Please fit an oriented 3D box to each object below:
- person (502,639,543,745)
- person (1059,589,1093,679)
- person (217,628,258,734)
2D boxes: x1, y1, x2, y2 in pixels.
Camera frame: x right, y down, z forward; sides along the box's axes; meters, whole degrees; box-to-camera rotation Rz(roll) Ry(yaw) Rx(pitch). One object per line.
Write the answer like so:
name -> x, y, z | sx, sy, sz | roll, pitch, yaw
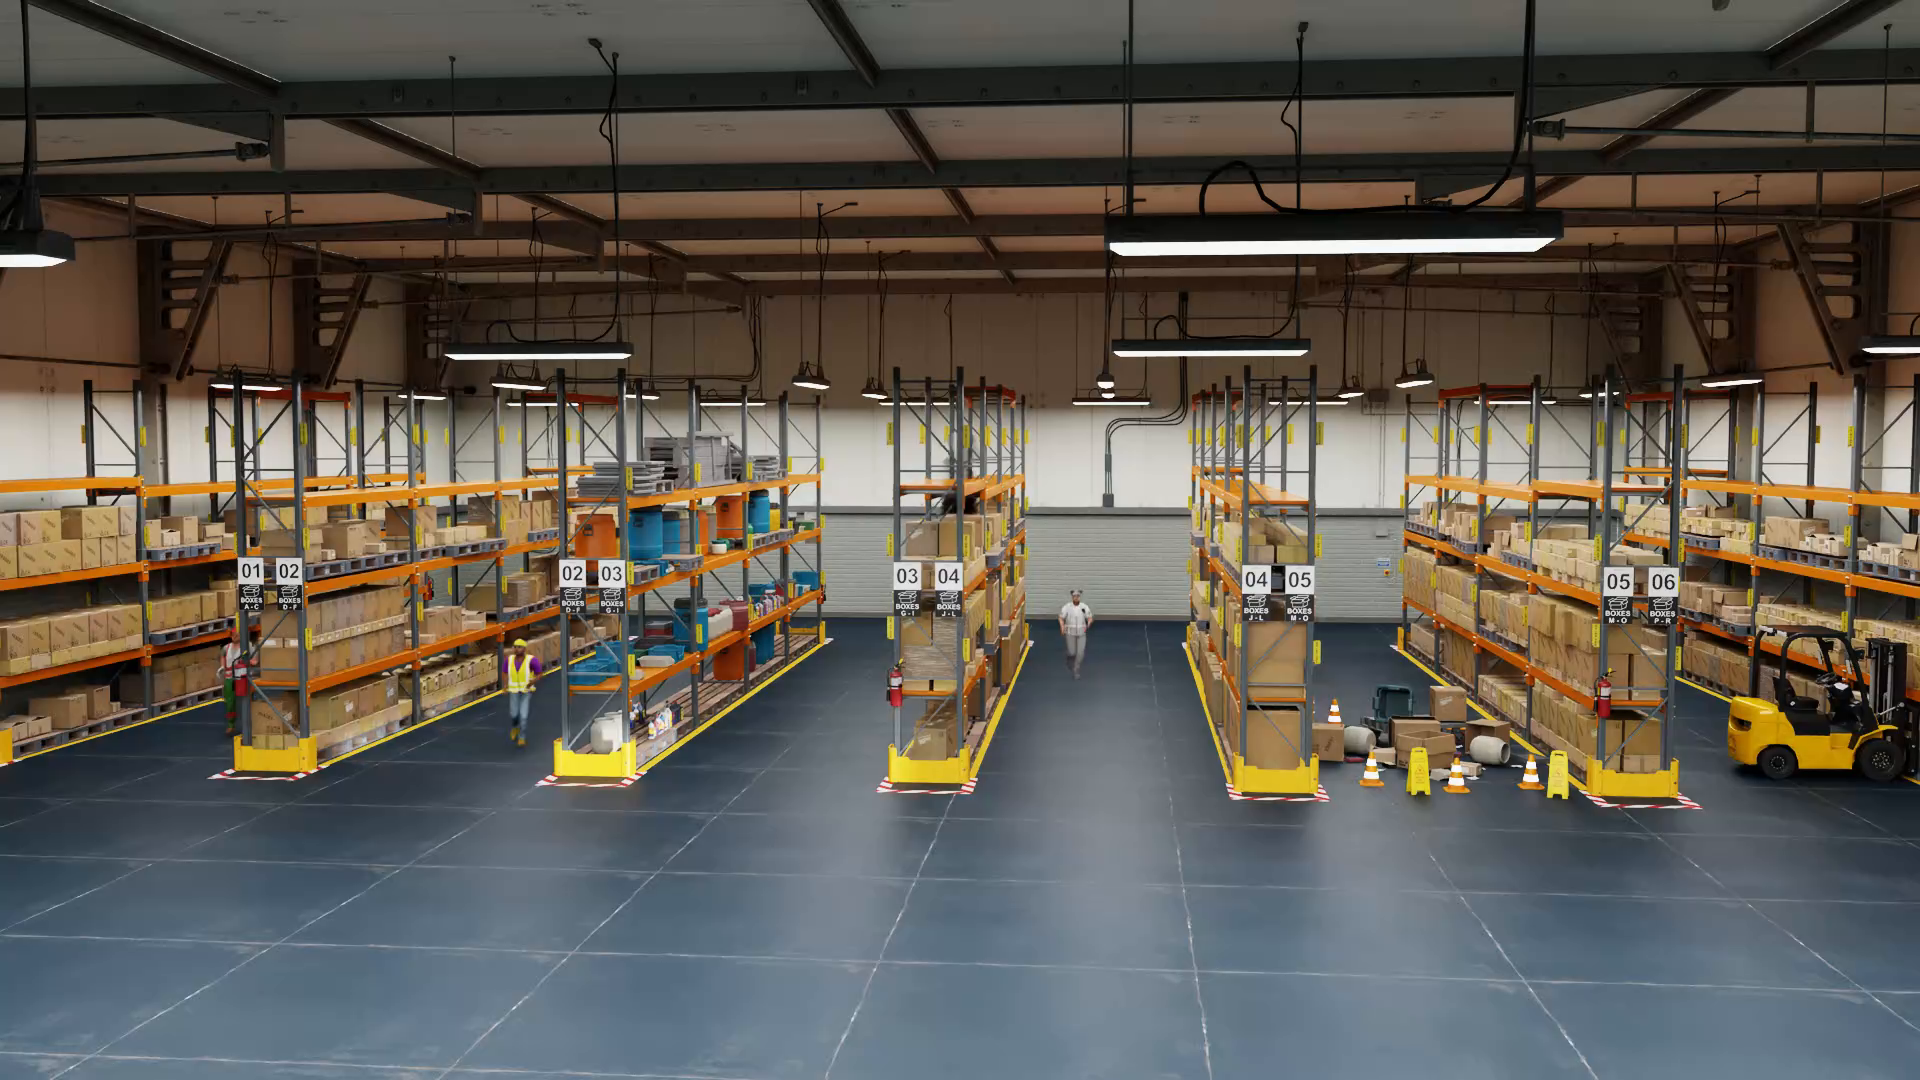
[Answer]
person -> -7.105, 2.466, 26.924 | 0.682, 1.729, 0.599 | 0, 4, -3
person -> 2.272, 1.826, 32.568 | 0.665, 1.756, 0.592 | 0, 4, 0
person -> -12.216, 2.352, 28.116 | 0.654, 1.768, 0.981 | 0, 4, -5
